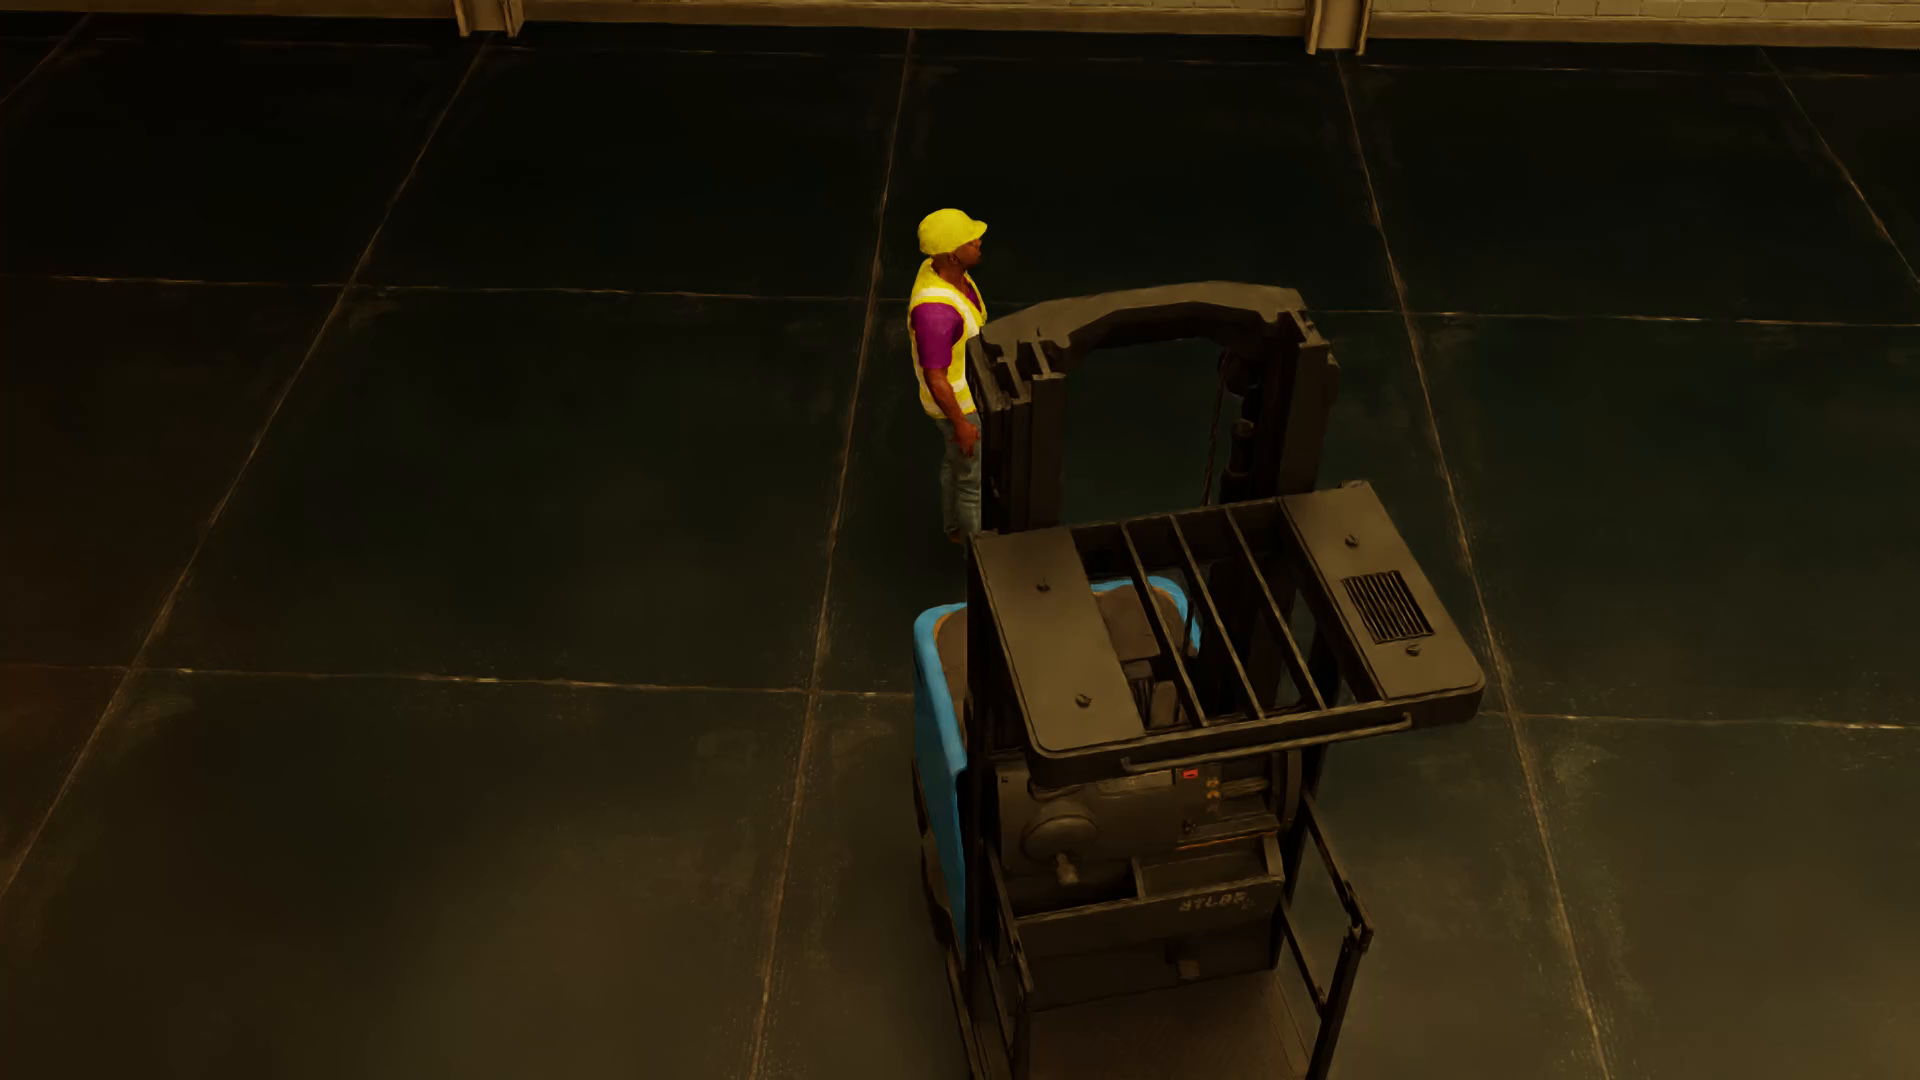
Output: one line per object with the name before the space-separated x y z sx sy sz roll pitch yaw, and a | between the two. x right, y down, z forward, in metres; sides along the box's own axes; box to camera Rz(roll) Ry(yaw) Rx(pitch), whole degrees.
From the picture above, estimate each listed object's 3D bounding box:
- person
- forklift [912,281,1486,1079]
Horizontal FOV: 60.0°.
person | 0.069 -0.652 7.310 0.576 1.766 0.665 2 42 2
forklift | 0.611 0.869 4.791 1.130 2.935 3.031 -8 43 -9
